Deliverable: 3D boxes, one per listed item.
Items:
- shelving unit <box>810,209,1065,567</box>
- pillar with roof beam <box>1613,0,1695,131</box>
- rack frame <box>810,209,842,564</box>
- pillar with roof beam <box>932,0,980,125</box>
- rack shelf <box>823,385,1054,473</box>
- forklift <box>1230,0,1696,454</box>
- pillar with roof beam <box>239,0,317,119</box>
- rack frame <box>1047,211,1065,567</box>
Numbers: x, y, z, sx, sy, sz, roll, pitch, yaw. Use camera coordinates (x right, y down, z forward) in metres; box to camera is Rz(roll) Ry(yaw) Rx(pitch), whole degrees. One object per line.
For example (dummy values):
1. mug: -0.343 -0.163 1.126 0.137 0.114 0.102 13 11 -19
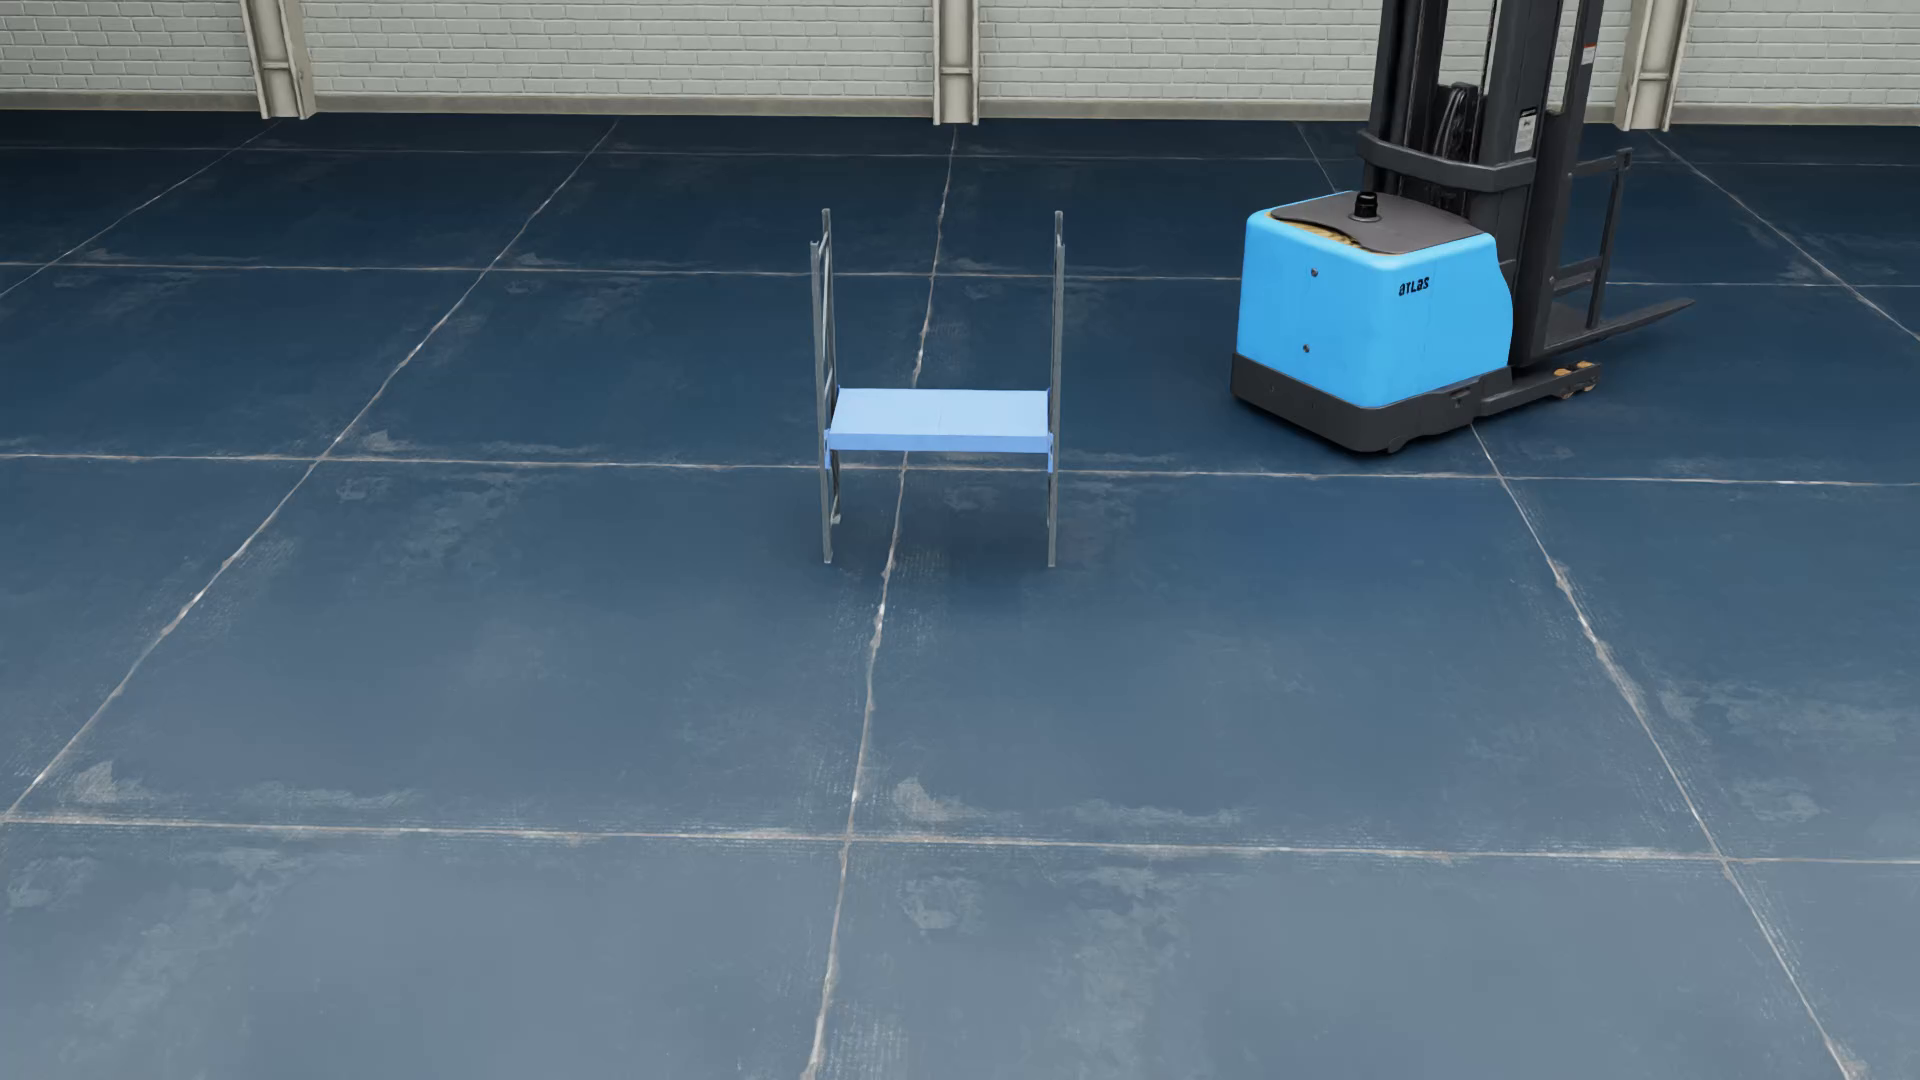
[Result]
1. shelving unit: -0.085 -0.664 7.401 1.048 1.500 0.538 1 28 2
2. pillar with roof beam: 5.813 -5.587 8.682 0.400 9.000 9.100 1 28 2
3. rack frame: -0.593 -0.672 7.417 0.032 1.500 0.500 1 28 2
4. pillar with roof beam: -0.183 -5.686 8.869 0.400 9.000 9.100 1 28 2
5. rack shelf: -0.085 -0.505 7.486 1.000 0.185 0.538 1 28 2
6. forklift: 2.986 -2.262 8.888 3.031 2.935 1.130 -18 33 -30
7. pillar with roof beam: -6.179 -5.785 9.056 0.400 9.000 9.100 1 28 2
8. rack frame: 0.423 -0.656 7.386 0.032 1.500 0.500 1 28 2
